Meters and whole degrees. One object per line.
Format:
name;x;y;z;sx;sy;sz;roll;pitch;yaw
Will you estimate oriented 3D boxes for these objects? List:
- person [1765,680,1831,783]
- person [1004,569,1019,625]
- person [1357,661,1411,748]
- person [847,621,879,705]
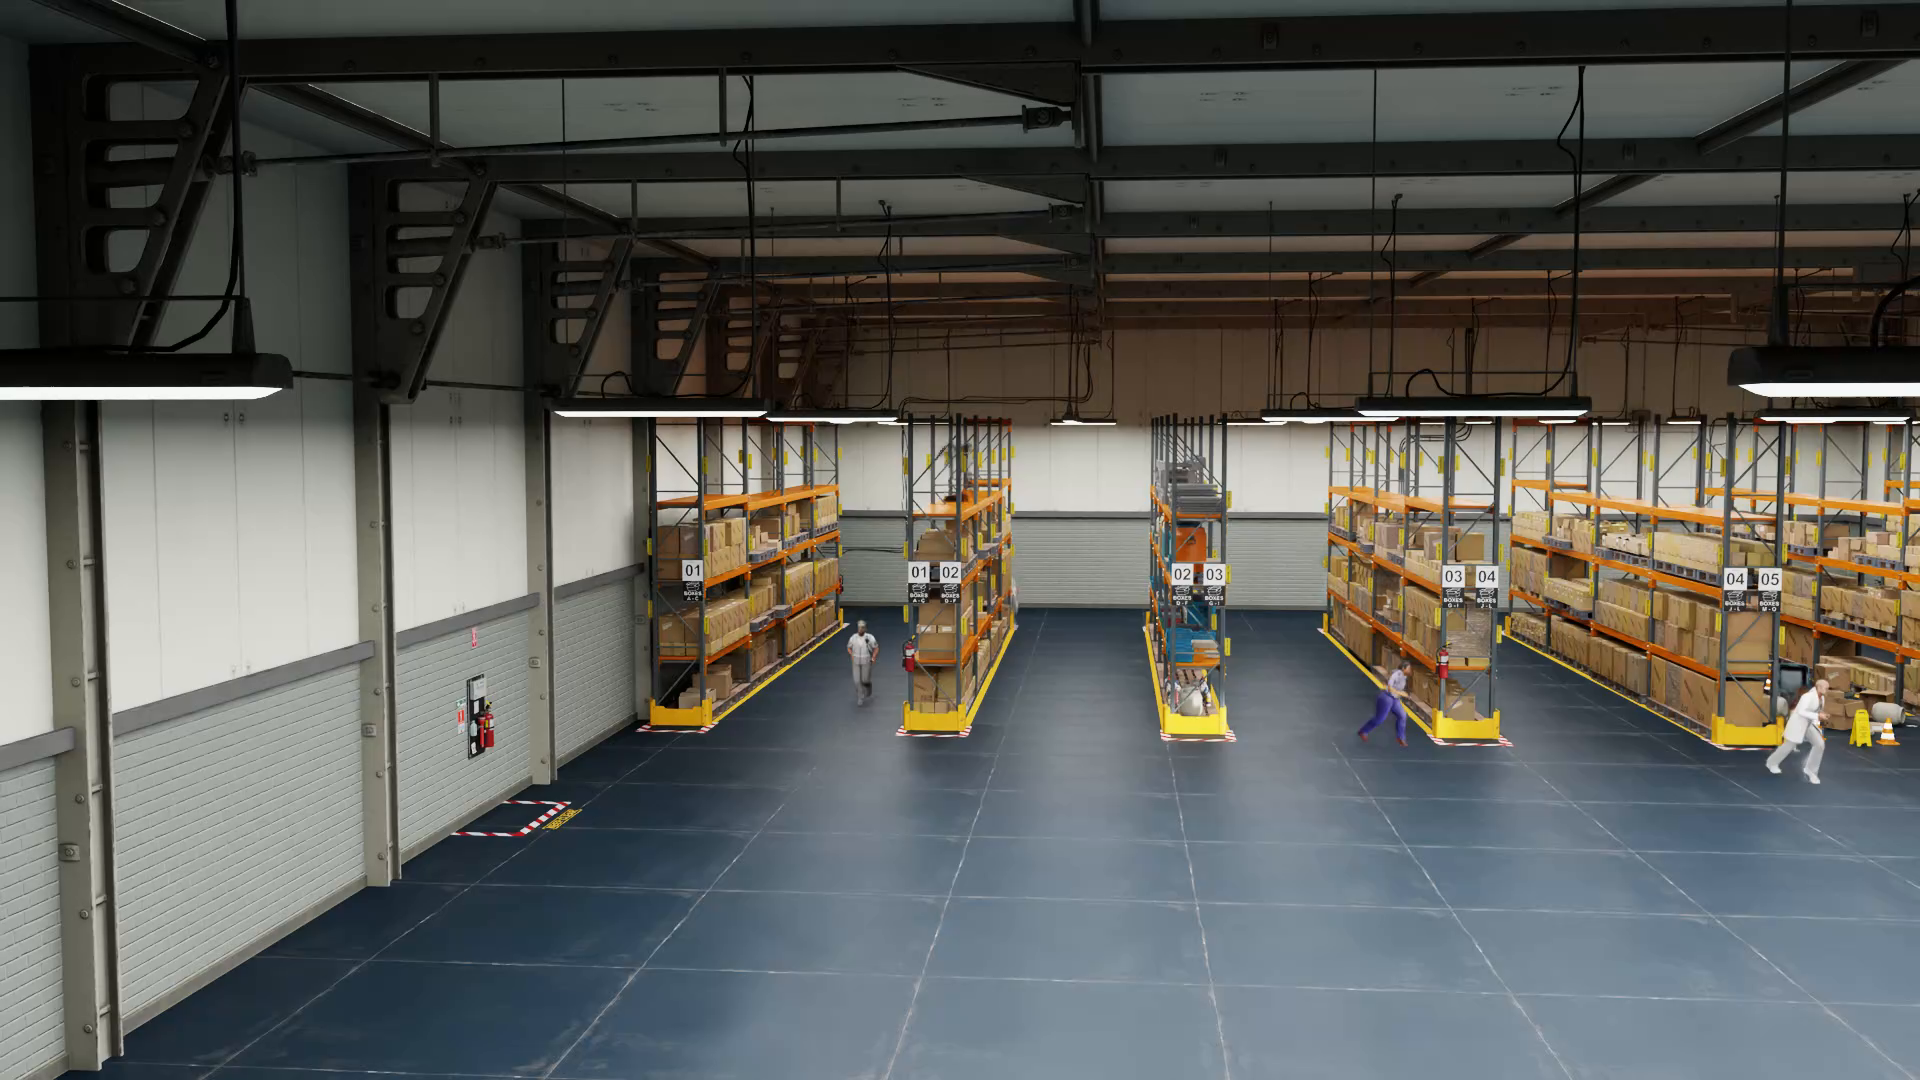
person;13.673;3.092;27.088;0.753;1.737;1.072;-3;5;-34
person;1.376;1.617;48.513;0.667;1.737;0.695;3;5;37
person;7.657;2.965;30.001;0.960;1.588;0.649;2;4;28
person;-2.037;2.537;34.590;0.665;1.746;0.604;0;4;7
